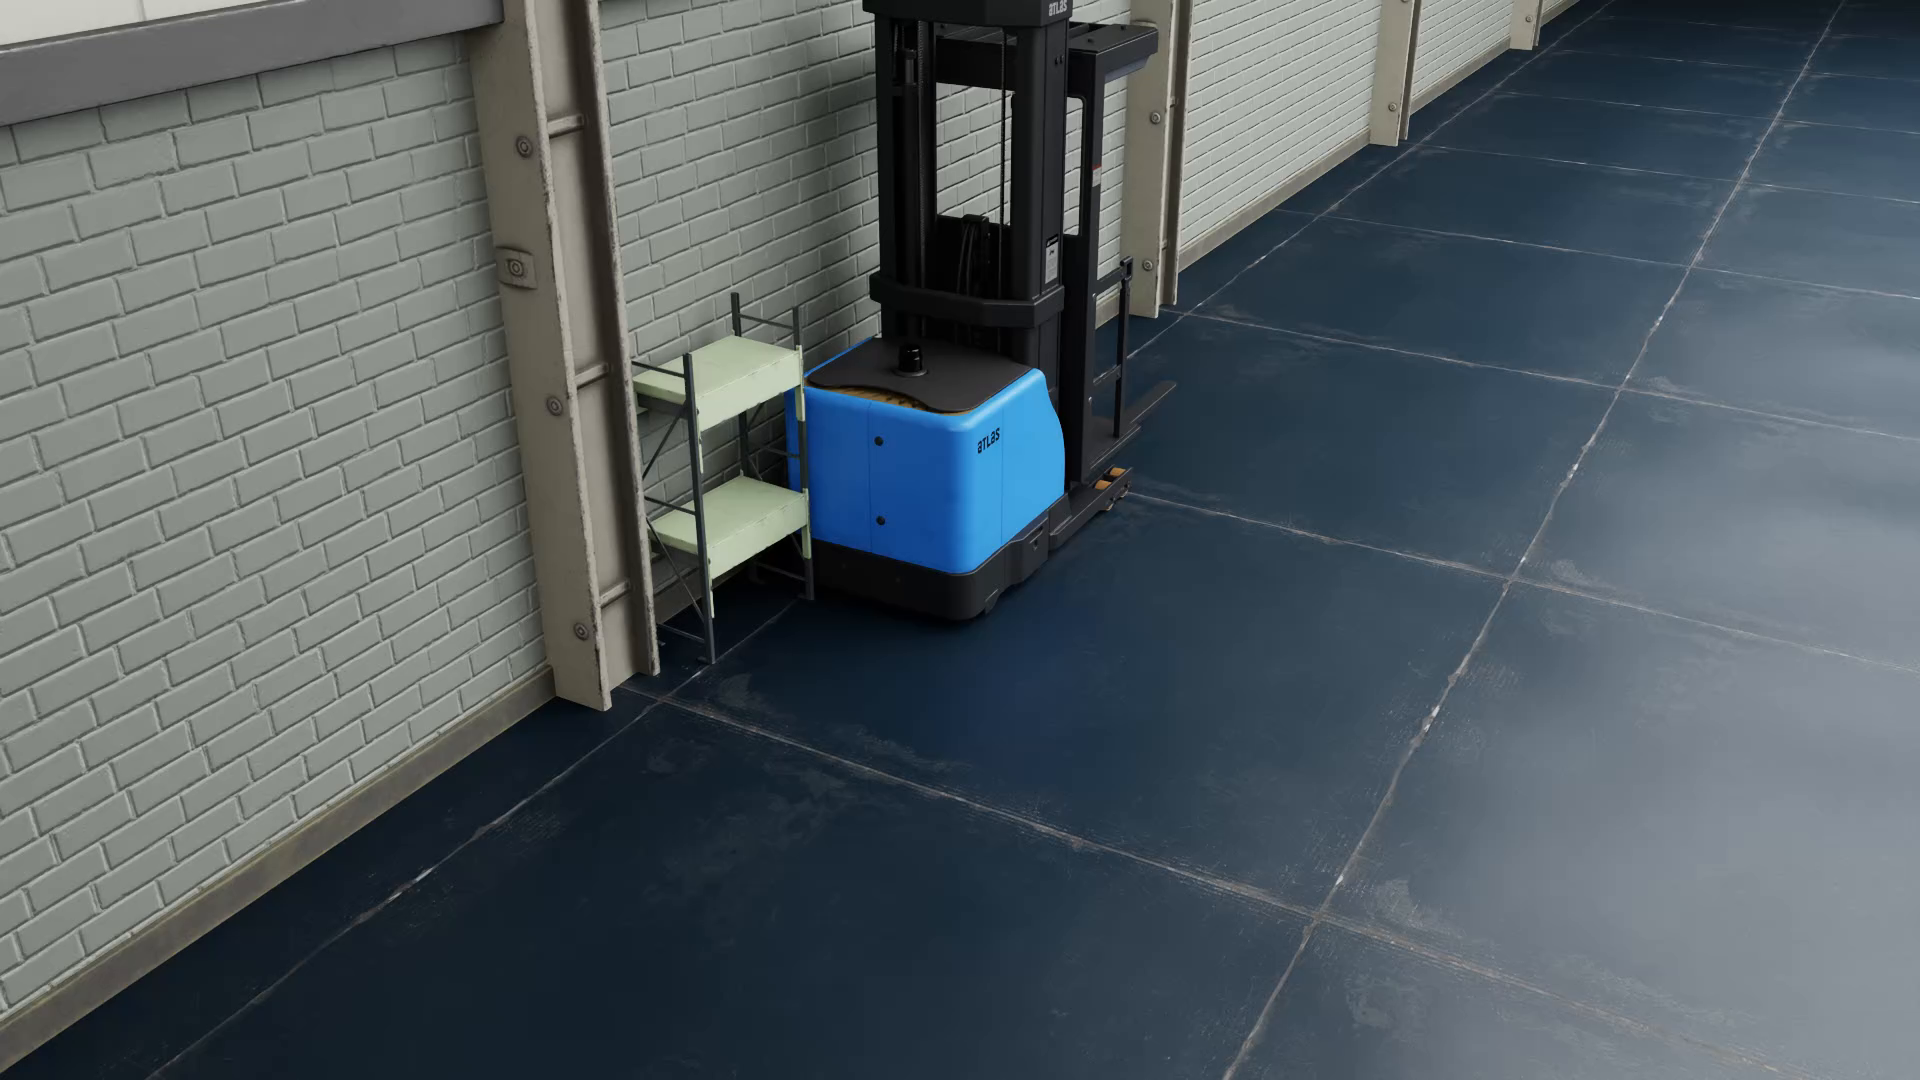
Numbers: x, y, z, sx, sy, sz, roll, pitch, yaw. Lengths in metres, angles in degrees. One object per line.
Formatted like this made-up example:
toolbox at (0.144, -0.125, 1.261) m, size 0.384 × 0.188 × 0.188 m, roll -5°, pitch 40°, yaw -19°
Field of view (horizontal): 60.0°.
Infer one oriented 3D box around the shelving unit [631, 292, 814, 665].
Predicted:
shelving unit at (-1.090, -0.288, 7.649) m, size 0.431 × 1.500 × 0.755 m, roll 17°, pitch 31°, yaw 30°

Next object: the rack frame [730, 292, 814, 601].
rack frame at (-0.888, -0.424, 7.922) m, size 0.400 × 1.500 × 0.023 m, roll 17°, pitch 31°, yaw 30°

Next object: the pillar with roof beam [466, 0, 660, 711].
pillar with roof beam at (2.158, -2.438, 3.568) m, size 9.100 × 9.000 × 0.400 m, roll 14°, pitch 30°, yaw 26°

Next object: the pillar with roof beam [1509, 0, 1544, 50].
pillar with roof beam at (11.013, -9.453, 17.581) m, size 9.100 × 9.000 × 0.400 m, roll 14°, pitch 30°, yaw 26°

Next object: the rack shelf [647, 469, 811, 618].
rack shelf at (-1.090, 0.004, 7.795) m, size 0.431 × 0.370 × 0.720 m, roll 17°, pitch 31°, yaw 30°

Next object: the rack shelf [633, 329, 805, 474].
rack shelf at (-1.090, -0.637, 7.475) m, size 0.431 × 0.370 × 0.720 m, roll 17°, pitch 31°, yaw 30°

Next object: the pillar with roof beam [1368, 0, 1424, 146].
pillar with roof beam at (8.062, -7.115, 12.910) m, size 9.100 × 9.000 × 0.400 m, roll 14°, pitch 30°, yaw 26°

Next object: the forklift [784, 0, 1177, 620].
forklift at (0.304, -1.558, 8.587) m, size 1.130 × 2.935 × 3.031 m, roll 14°, pitch 30°, yaw 26°

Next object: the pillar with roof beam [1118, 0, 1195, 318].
pillar with roof beam at (5.110, -4.777, 8.239) m, size 9.100 × 9.000 × 0.400 m, roll 14°, pitch 30°, yaw 26°

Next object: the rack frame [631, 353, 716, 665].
rack frame at (-1.293, -0.151, 7.377) m, size 0.400 × 1.500 × 0.023 m, roll 17°, pitch 31°, yaw 30°
